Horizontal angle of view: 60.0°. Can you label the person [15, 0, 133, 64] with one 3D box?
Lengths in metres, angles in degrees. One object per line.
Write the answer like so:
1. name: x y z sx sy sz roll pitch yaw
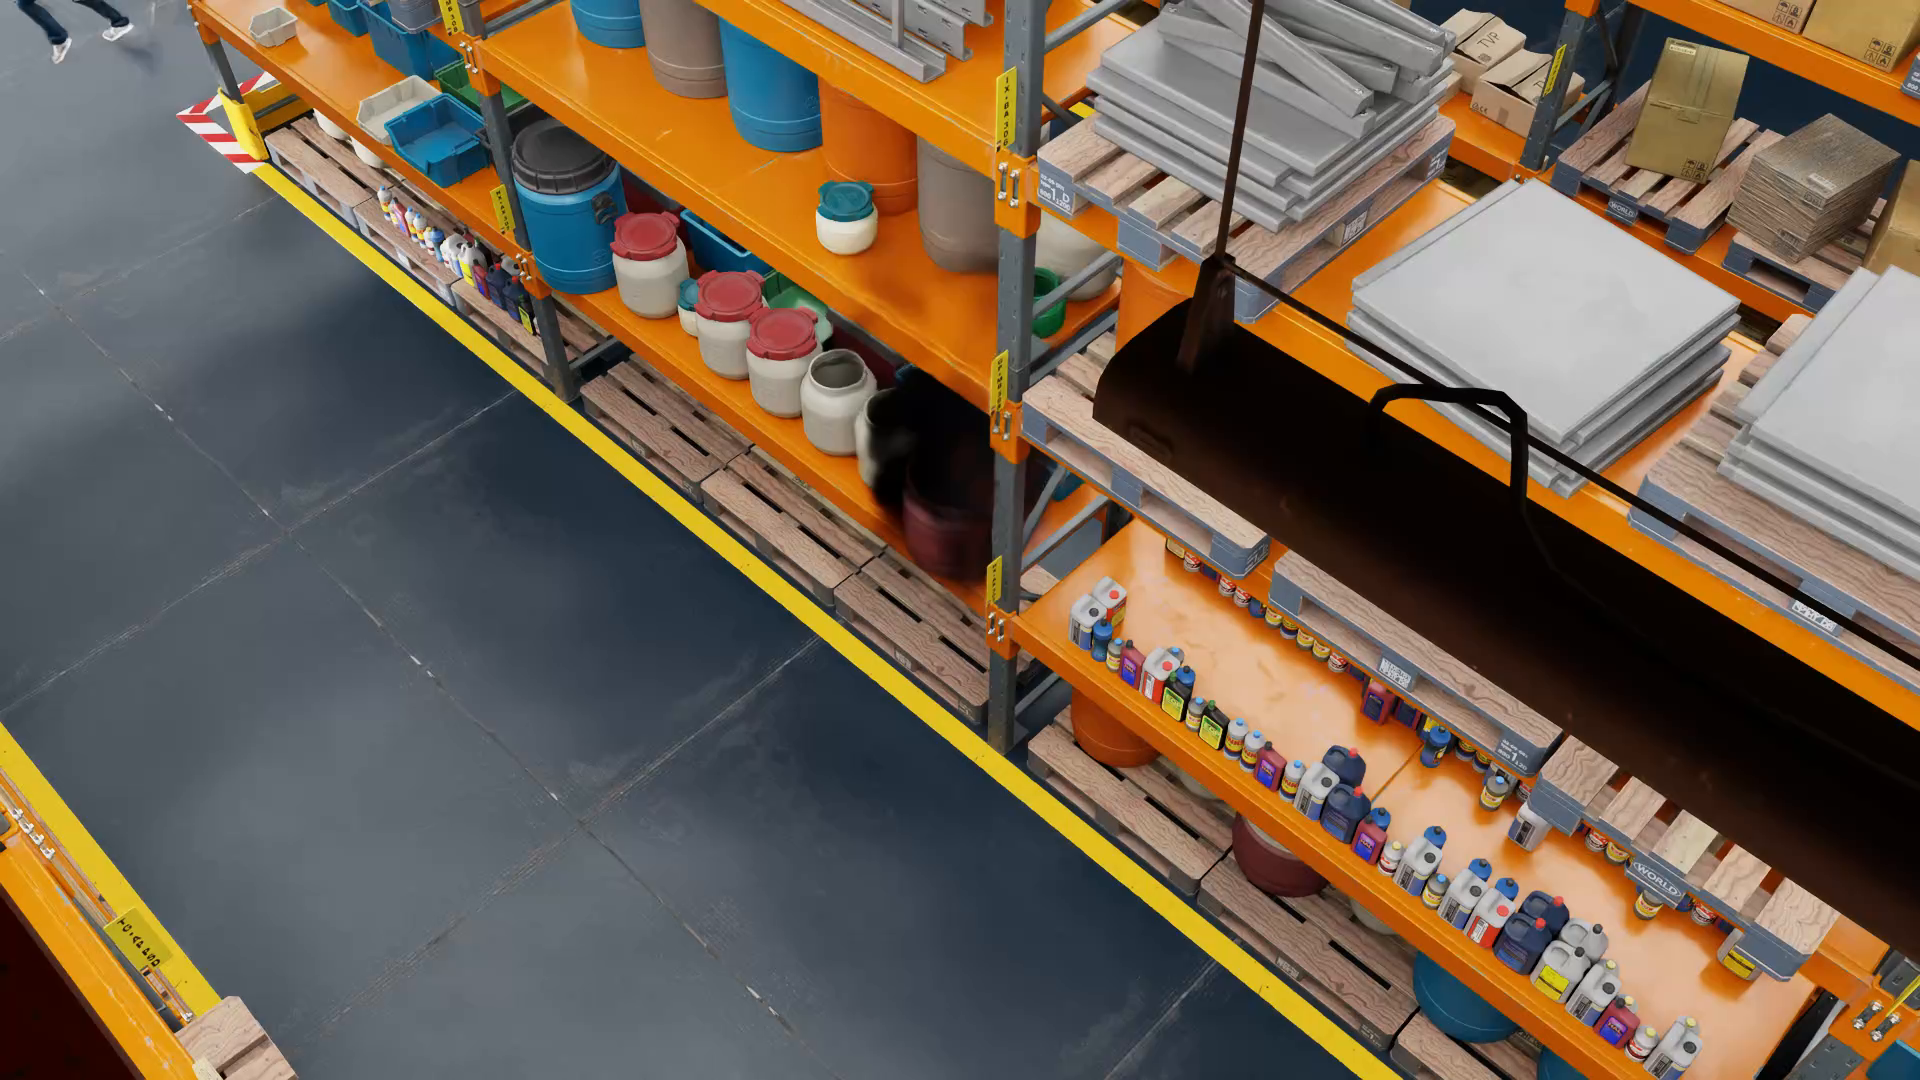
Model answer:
1. person: -7.221 -4.513 13.132 0.828 1.620 0.549 -8 51 -7
